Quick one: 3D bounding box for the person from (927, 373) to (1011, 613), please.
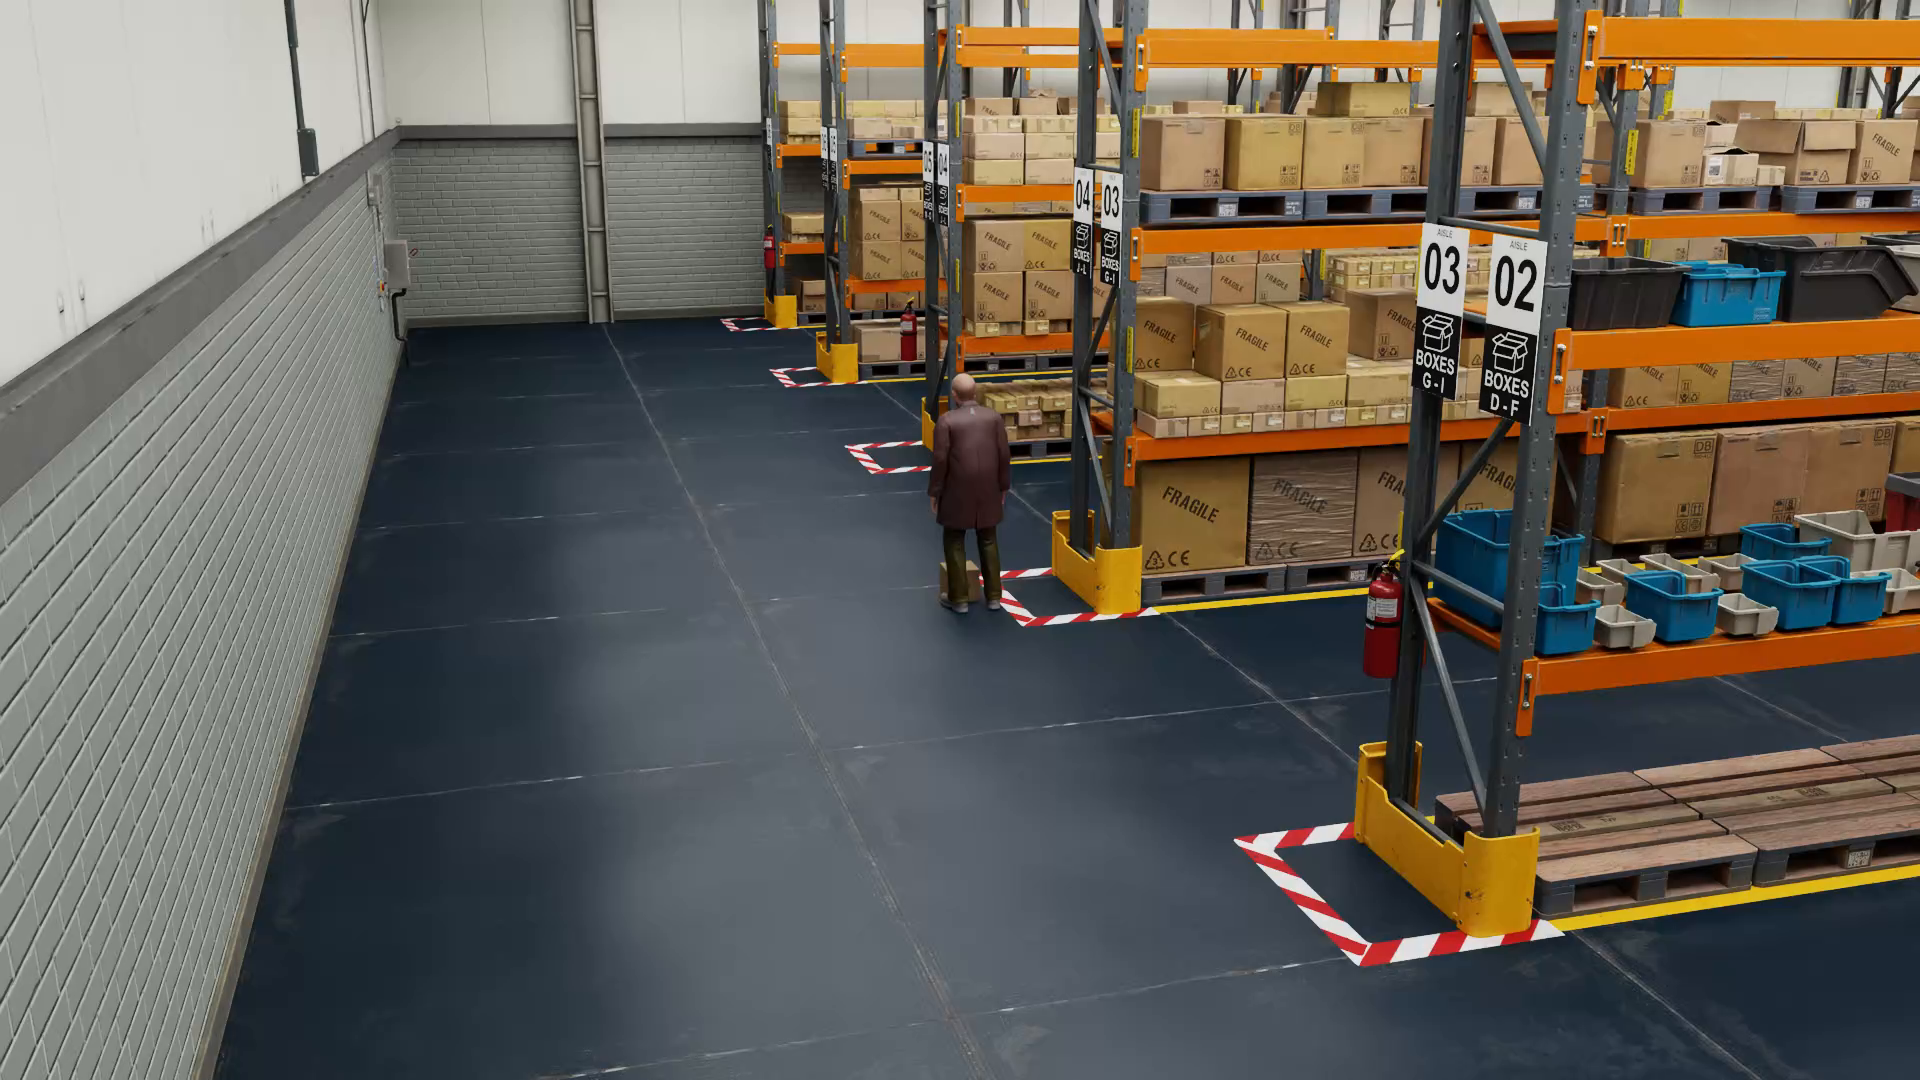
[{"bbox_3d":[0.064,-0.348,12.295,0.645,1.772,0.429,-5,17,-18],"label":"person"}]
